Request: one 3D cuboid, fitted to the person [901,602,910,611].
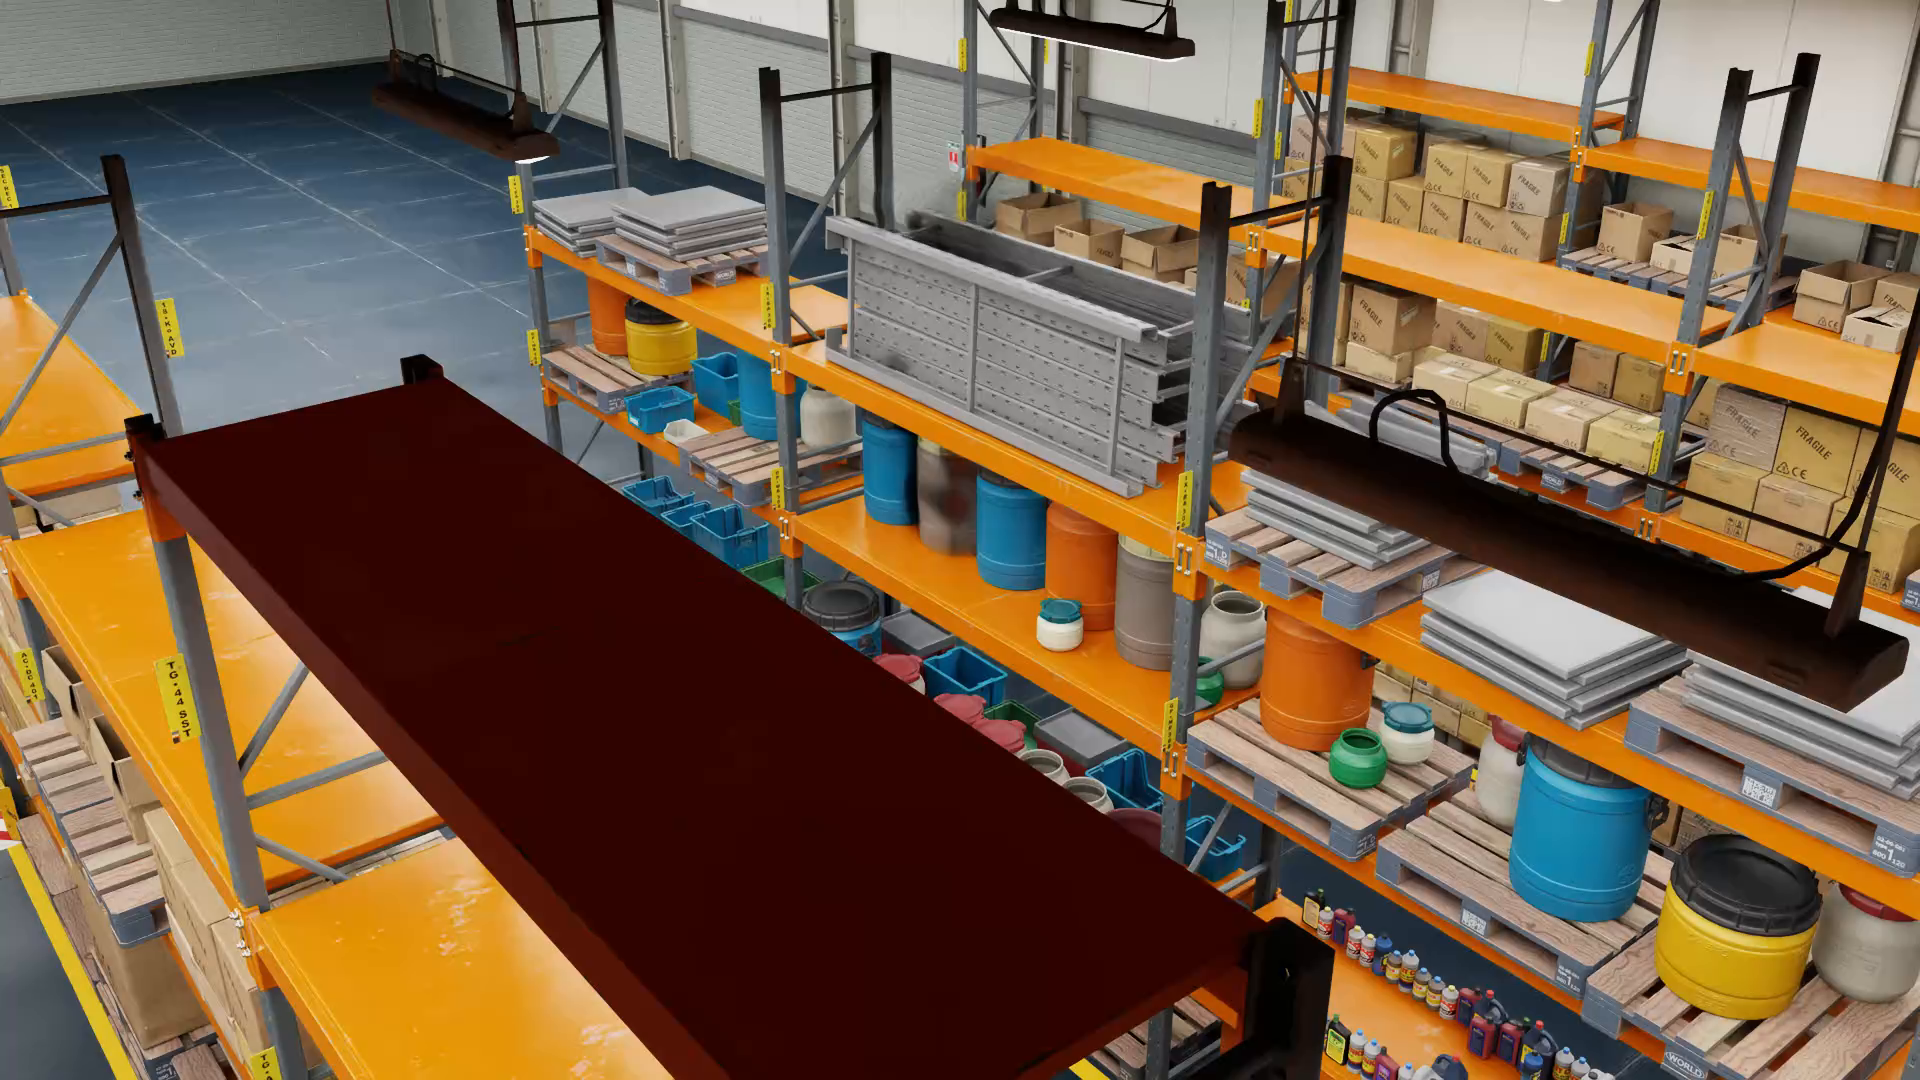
[{"bbox_3d":[-0.382,0.689,14.949,0.602,1.652,0.543,-23,34,-38],"label":"person"}]
